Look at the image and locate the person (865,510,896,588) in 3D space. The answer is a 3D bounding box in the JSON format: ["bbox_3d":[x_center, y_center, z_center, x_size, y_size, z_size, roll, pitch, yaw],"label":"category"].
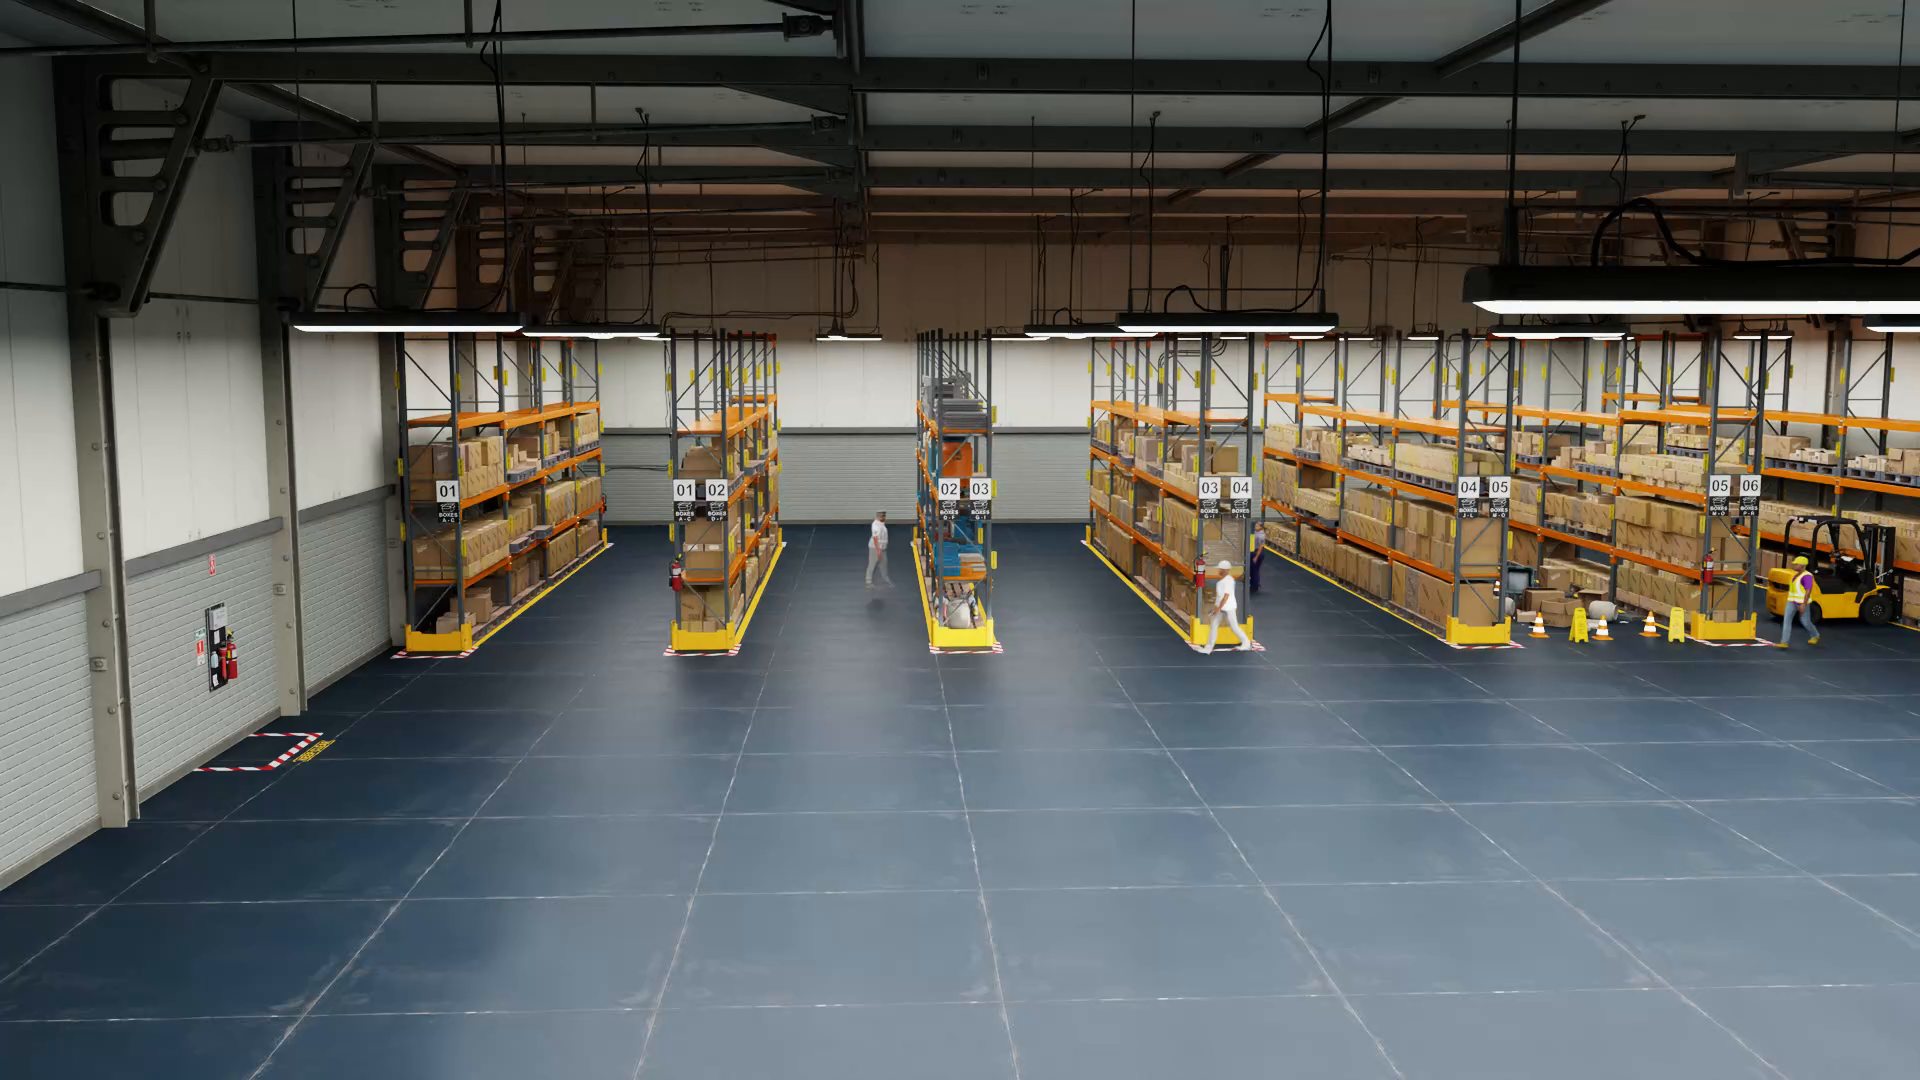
[{"bbox_3d":[-1.795,0.215,37.083,0.536,1.795,0.690,3,7,22],"label":"person"}]

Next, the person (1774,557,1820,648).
[{"bbox_3d":[15.838,1.178,31.301,1.001,1.736,0.512,-4,8,-31],"label":"person"}]

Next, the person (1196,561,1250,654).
[{"bbox_3d":[4.897,1.251,30.746,1.040,1.734,0.472,-4,8,-32],"label":"person"}]

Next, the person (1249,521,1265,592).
[{"bbox_3d":[6.788,0.410,38.393,0.464,1.686,0.566,1,7,6],"label":"person"}]

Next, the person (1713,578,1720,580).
[{"bbox_3d":[16.559,0.552,36.711,0.552,1.722,0.595,-6,9,-43],"label":"person"}]
